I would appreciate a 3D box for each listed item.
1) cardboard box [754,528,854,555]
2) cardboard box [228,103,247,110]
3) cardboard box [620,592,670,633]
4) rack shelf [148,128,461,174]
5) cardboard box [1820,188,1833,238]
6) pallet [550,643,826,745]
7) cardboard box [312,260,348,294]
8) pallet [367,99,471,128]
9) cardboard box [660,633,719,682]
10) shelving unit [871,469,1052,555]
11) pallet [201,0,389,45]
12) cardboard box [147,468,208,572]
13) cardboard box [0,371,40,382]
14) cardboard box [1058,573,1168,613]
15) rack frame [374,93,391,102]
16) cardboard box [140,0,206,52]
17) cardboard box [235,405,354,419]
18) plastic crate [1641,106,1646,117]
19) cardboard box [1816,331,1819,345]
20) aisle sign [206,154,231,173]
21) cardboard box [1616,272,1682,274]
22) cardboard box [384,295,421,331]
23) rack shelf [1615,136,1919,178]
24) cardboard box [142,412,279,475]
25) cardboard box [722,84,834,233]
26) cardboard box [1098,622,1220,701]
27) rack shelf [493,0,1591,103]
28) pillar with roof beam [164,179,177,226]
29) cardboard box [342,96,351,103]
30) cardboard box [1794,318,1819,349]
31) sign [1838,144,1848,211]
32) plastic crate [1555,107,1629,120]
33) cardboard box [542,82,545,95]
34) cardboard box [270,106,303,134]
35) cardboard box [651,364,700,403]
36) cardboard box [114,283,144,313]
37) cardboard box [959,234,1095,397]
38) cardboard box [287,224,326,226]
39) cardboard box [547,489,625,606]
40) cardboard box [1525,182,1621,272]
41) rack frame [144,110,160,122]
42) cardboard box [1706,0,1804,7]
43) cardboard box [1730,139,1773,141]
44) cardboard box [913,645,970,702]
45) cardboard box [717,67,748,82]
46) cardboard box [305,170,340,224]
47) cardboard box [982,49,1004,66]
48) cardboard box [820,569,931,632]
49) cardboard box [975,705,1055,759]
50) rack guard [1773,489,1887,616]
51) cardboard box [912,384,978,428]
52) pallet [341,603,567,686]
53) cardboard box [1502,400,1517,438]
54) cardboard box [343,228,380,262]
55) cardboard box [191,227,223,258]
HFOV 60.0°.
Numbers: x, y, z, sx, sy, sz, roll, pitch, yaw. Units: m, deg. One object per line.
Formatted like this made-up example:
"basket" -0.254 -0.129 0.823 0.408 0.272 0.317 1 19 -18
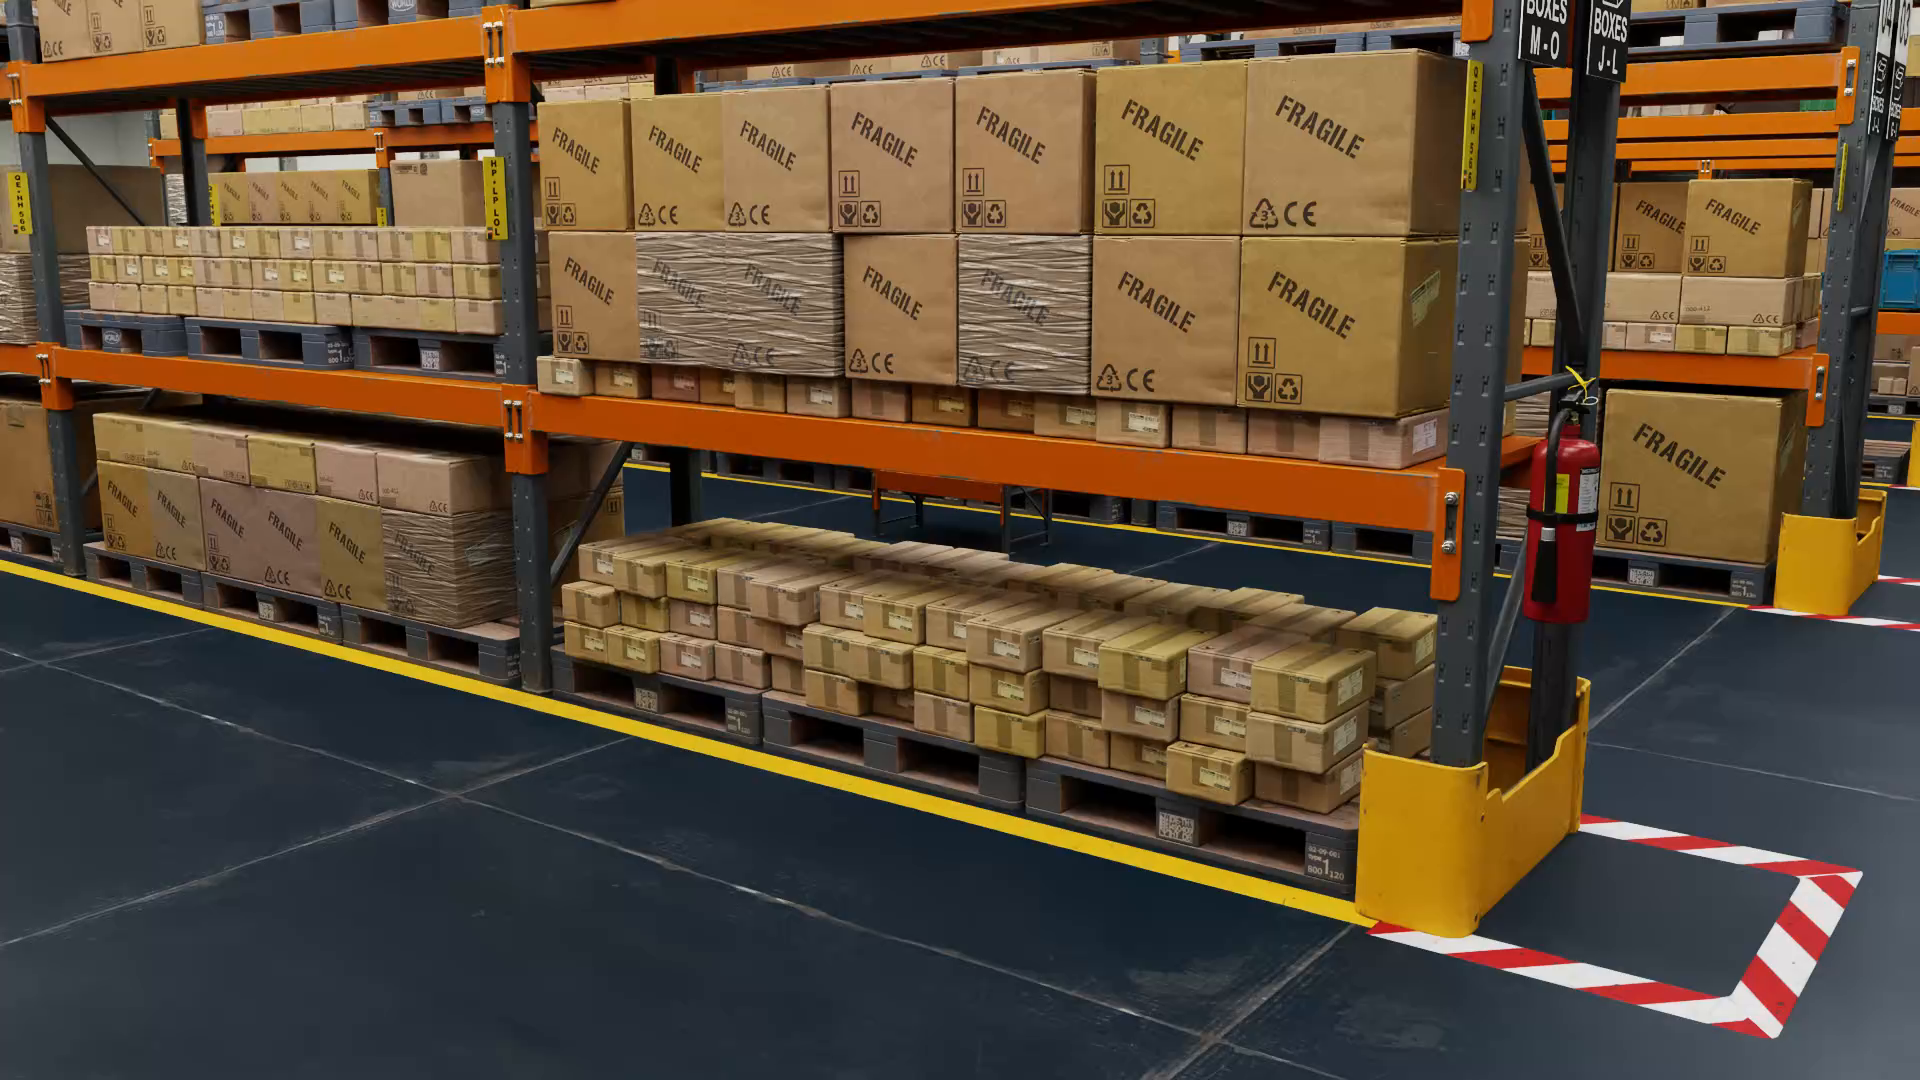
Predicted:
"cardboard box" -0.667 0.061 7.153 0.250 0.149 0.380 8 13 35
"cardboard box" -7.083 -4.365 16.641 0.250 0.149 0.380 7 13 33
"cardboard box" -1.182 0.261 6.898 0.250 0.149 0.380 8 14 36
"rack shelf" -6.584 -3.882 16.696 4.000 0.370 1.077 8 13 36
"cardboard box" 9.216 -3.367 17.141 0.500 0.500 0.500 8 14 37
"pallet" -0.980 0.549 7.138 1.213 0.211 1.003 8 13 36
"cardboard box" -2.823 -1.251 7.872 0.250 0.149 0.380 7 13 33
"pallet" -4.538 -3.833 15.041 1.003 0.211 1.213 8 13 36
"cardboard box" -0.993 0.443 6.742 0.250 0.149 0.380 8 13 35
"shelving unit" 0.005 -0.552 10.419 1.048 1.125 0.538 8 13 36
"pallet" -2.814 -2.473 8.012 1.003 0.211 1.213 8 13 36
"cardboard box" -3.939 -0.145 8.855 0.500 0.500 0.500 8 14 36
"cardboard box" -6.661 -0.727 11.205 0.750 0.750 1.050 8 13 36
"cardboard box" 0.574 0.241 6.219 0.250 0.149 0.380 9 14 38
"rack frame" -4.972 -5.483 15.181 0.127 3.000 1.000 8 13 36
"cardboard box" -3.650 -2.646 8.152 0.500 0.500 0.500 8 13 36
"cardboard box" -3.646 -0.595 9.211 0.500 0.250 0.500 8 14 36
"plastic crate" 6.028 -3.658 13.955 0.530 0.282 0.437 8 13 36
"cardboard box" 11.629 -2.678 21.948 0.500 0.500 0.700 8 14 37
"aisle sign" -8.069 -4.317 18.102 0.004 0.787 0.394 8 13 36
"cardboard box" 4.050 -1.414 9.553 0.500 0.250 0.500 8 13 35
"cardboard box" -2.388 -1.045 7.590 0.250 0.149 0.380 8 13 35
"rack shelf" 8.954 -4.049 17.560 4.000 0.370 1.077 8 13 36
"cardboard box" -3.945 -0.516 8.799 0.500 0.250 0.500 8 13 35
"cardboard box" -0.508 -1.371 6.041 0.500 0.500 0.500 8 14 36
"cardboard box" 0.653 0.393 5.434 0.250 0.149 0.380 8 13 34
"rack shelf" 0.070 -1.785 5.857 4.000 0.370 1.077 8 13 36
"pillar with roof beam" -25.053 -10.975 43.570 0.400 9.000 9.100 8 13 36
"cardboard box" -5.567 -4.169 15.630 0.250 0.149 0.380 8 14 36
"cardboard box" 4.609 -1.156 9.268 0.250 0.149 0.380 8 14 36
"sign" 4.367 -1.792 8.223 0.005 0.325 0.100 8 13 36
"plastic crate" 5.246 -3.624 13.810 0.590 0.269 0.497 8 13 36
"cardboard box" -3.402 -3.907 14.438 0.250 0.166 0.380 7 13 34
"cardboard box" -6.323 -4.065 16.142 0.500 0.250 0.500 8 13 35
"cardboard box" -1.009 -0.646 6.631 0.250 0.149 0.380 7 13 33
"cardboard box" -4.308 -1.312 8.968 0.250 0.149 0.380 9 14 38
"cardboard box" 0.341 -0.761 5.521 0.500 0.500 0.500 8 14 36
"cardboard box" -6.143 -2.895 16.553 0.500 0.500 0.875 8 13 36
"cardboard box" -1.980 0.007 8.072 0.500 0.500 0.500 9 14 38
"cardboard box" 3.648 -1.838 9.771 0.500 0.500 0.500 7 13 34
"rack frame" -8.197 -5.933 17.505 0.127 3.000 1.000 8 13 36
"cardboard box" 4.249 -3.016 8.693 0.500 0.500 0.700 7 13 32
"cardboard box" 8.390 -4.348 17.604 0.500 0.250 0.500 8 13 36
"cardboard box" 0.047 0.445 5.949 0.250 0.149 0.380 9 14 38
"cardboard box" -1.975 -3.948 13.561 0.500 0.500 0.500 8 14 36
"cardboard box" -5.902 -3.288 15.951 0.500 0.500 0.500 8 13 36
"cardboard box" 0.364 -3.384 11.785 0.250 0.149 0.380 7 13 33
"cardboard box" -0.318 0.227 6.292 0.250 0.149 0.380 7 13 33
"cardboard box" 0.256 0.624 5.805 0.250 0.149 0.380 7 13 33
"rack guard" 4.719 0.041 9.001 0.348 0.500 1.175 8 13 36
"cardboard box" 0.043 -0.496 5.860 0.250 0.149 0.380 8 14 37
"pallet" -2.170 0.391 7.952 1.213 0.211 1.003 8 13 36
"cardboard box" 1.615 -0.404 5.382 0.250 0.149 0.380 8 13 35
"cardboard box" -2.617 -1.370 7.701 0.250 0.149 0.380 8 13 35
"cardboard box" -3.662 -1.515 8.455 0.250 0.149 0.380 9 14 38
